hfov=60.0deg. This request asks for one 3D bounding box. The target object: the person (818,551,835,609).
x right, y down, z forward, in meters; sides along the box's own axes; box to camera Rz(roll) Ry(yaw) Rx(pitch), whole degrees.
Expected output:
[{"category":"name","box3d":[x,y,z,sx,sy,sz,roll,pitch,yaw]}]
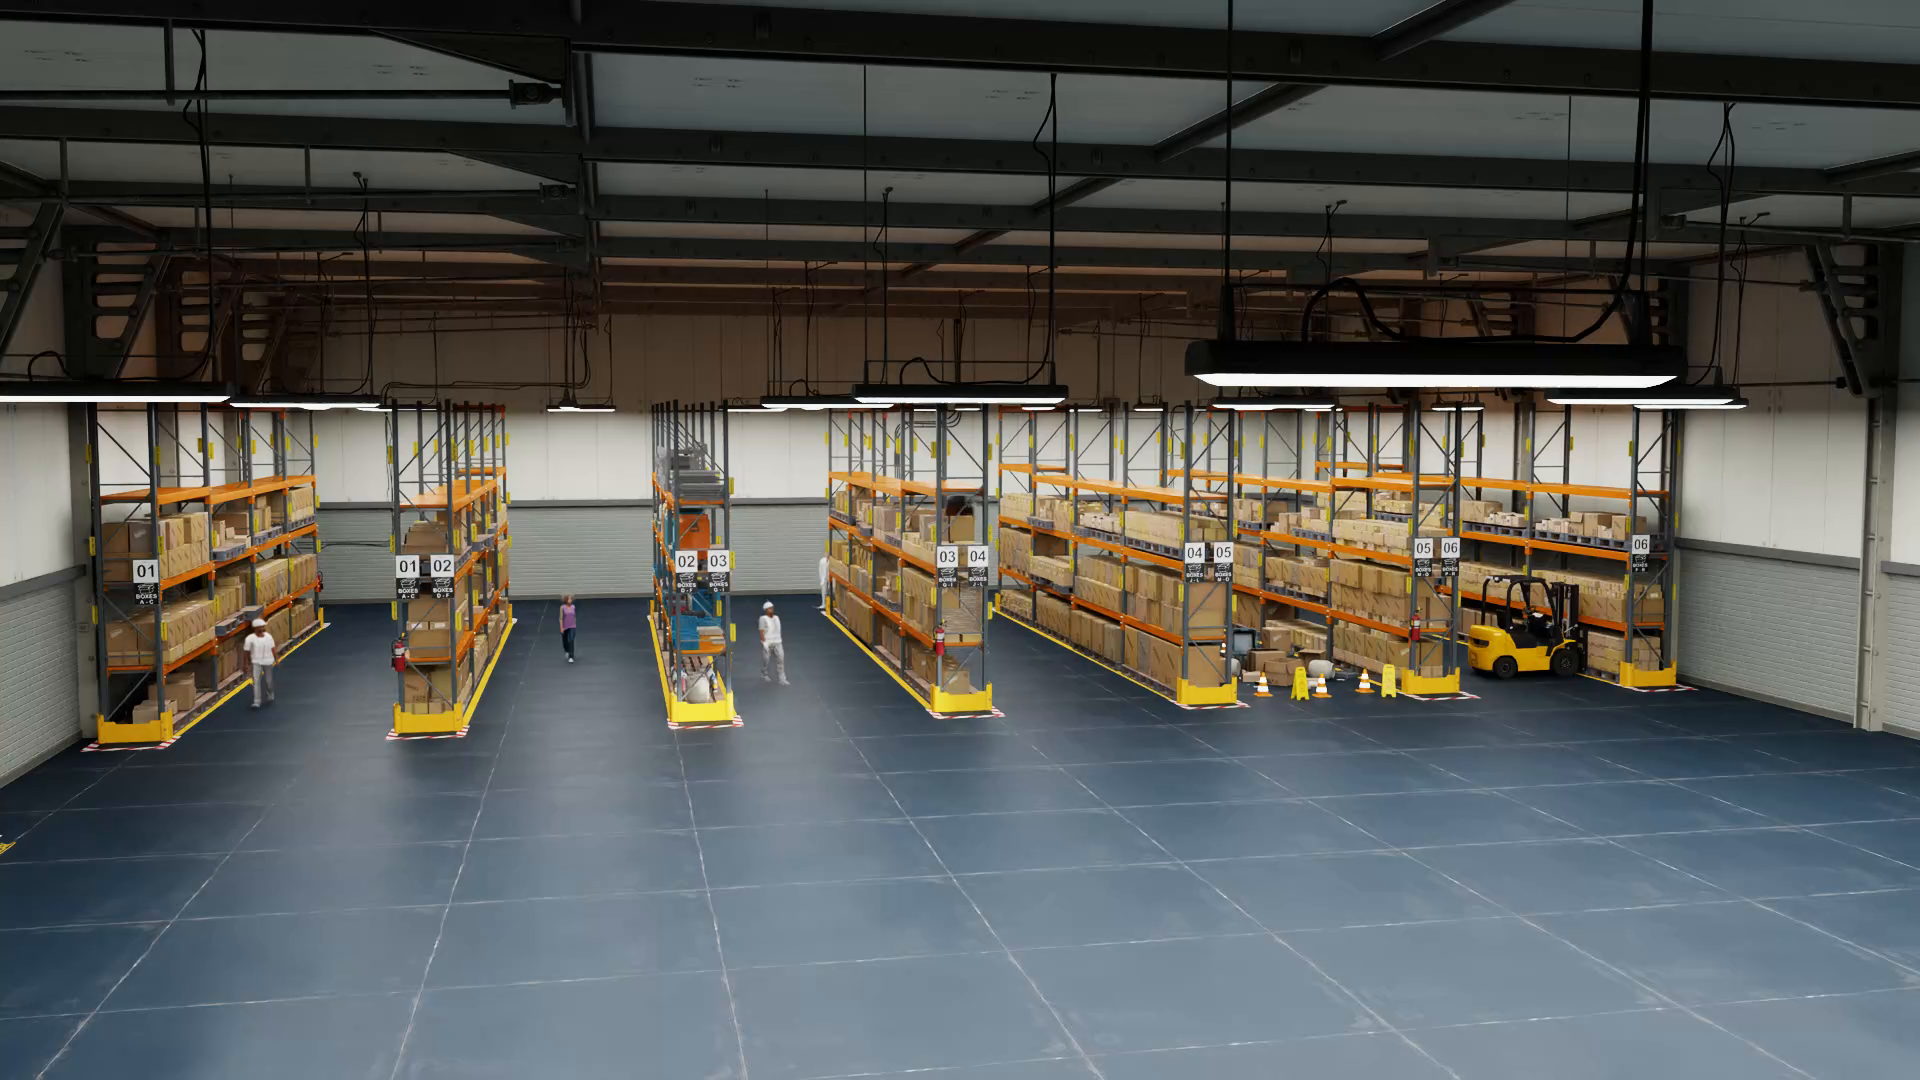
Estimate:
[{"category":"person","box3d":[-3.868,1.140,49.141,0.607,1.756,1.000,2,5,19]}]

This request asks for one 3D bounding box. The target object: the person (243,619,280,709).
[{"category":"person","box3d":[-13.713,2.411,32.646,0.682,1.727,1.035,-1,5,-18]}]

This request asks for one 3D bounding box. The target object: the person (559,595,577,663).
[{"category":"person","box3d":[-9.087,2.035,38.580,0.390,1.550,0.865,0,4,-7]}]

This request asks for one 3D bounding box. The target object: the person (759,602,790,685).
[{"category":"person","box3d":[-3.971,2.179,35.189,0.577,1.719,0.991,-2,5,-24]}]
